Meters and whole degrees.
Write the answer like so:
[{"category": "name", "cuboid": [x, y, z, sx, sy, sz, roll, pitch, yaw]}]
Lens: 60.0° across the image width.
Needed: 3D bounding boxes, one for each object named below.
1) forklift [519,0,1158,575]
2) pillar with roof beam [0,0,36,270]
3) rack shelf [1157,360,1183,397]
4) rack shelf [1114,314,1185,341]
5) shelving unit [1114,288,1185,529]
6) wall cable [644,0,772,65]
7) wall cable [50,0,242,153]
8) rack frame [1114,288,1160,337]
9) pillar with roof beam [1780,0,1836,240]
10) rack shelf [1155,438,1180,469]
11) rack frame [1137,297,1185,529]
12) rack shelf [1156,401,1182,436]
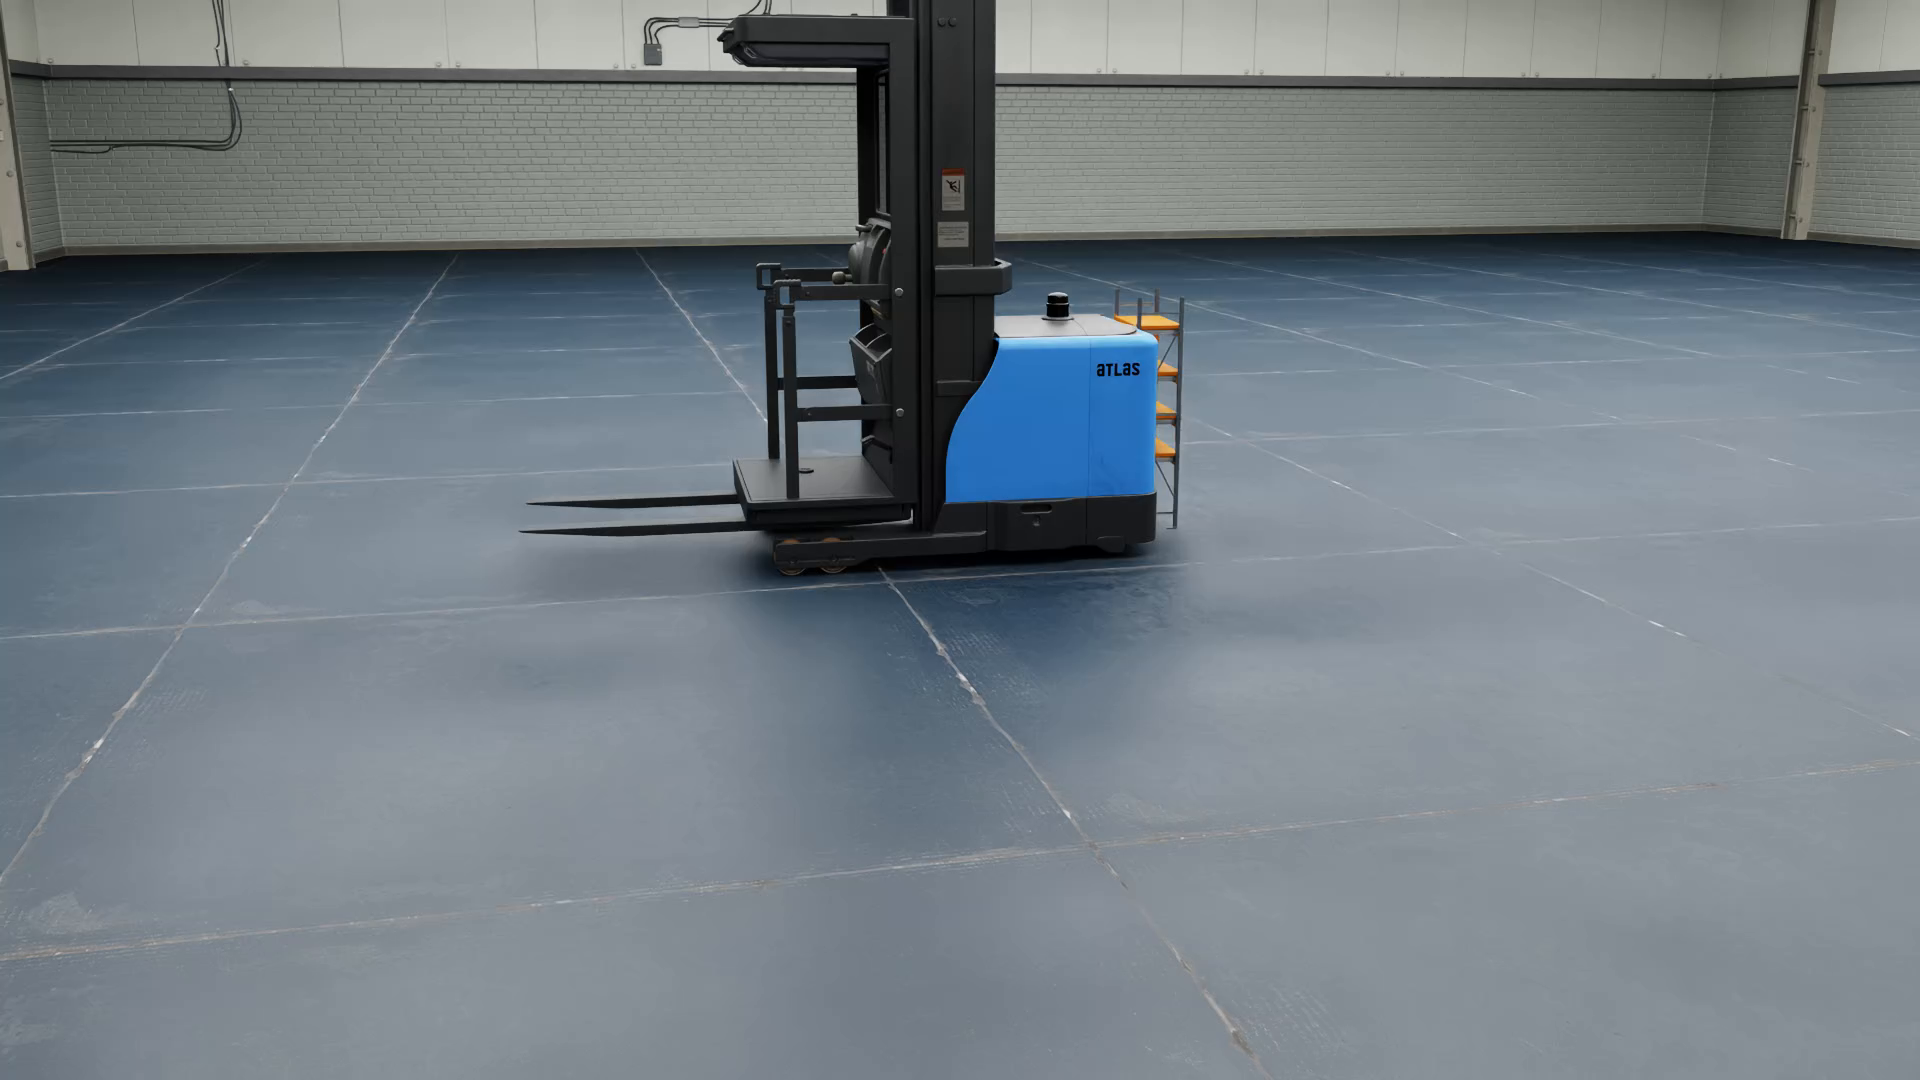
[{"category": "forklift", "cuboid": [-0.610, -1.395, 7.962, 3.031, 2.935, 1.130, -3, 14, -11]}, {"category": "pillar with roof beam", "cuboid": [-10.122, -8.742, 25.249, 9.100, 9.000, 0.400, -3, 14, -13]}, {"category": "rack shelf", "cuboid": [0.978, -0.849, 8.716, 0.258, 0.148, 0.480, -2, 14, -8]}, {"category": "rack shelf", "cuboid": [0.978, -1.079, 8.660, 0.258, 0.148, 0.480, -2, 14, -8]}, {"category": "shelving unit", "cuboid": [0.978, -0.697, 8.753, 0.258, 1.200, 0.503, -2, 14, -8]}, {"category": "wall cable", "cuboid": [-4.481, -11.433, 29.097, 2.305, 6.003, 0.169, -3, 14, -13]}, {"category": "wall cable", "cuboid": [-13.713, -7.747, 27.718, 3.097, 2.526, 0.112, -3, 14, -13]}, {"category": "rack frame", "cuboid": [0.943, -0.755, 8.988, 0.240, 1.200, 0.015, -2, 14, -8]}, {"category": "pillar with roof beam", "cuboid": [12.128, -10.018, 30.471, 9.100, 9.000, 0.400, -3, 14, -13]}, {"category": "rack shelf", "cuboid": [0.978, -0.439, 8.816, 0.258, 0.148, 0.480, -2, 14, -8]}, {"category": "rack frame", "cuboid": [1.013, -0.640, 8.519, 0.240, 1.200, 0.015, -2, 14, -8]}, {"category": "rack shelf", "cuboid": [0.978, -0.632, 8.769, 0.258, 0.148, 0.480, -2, 14, -8]}]
